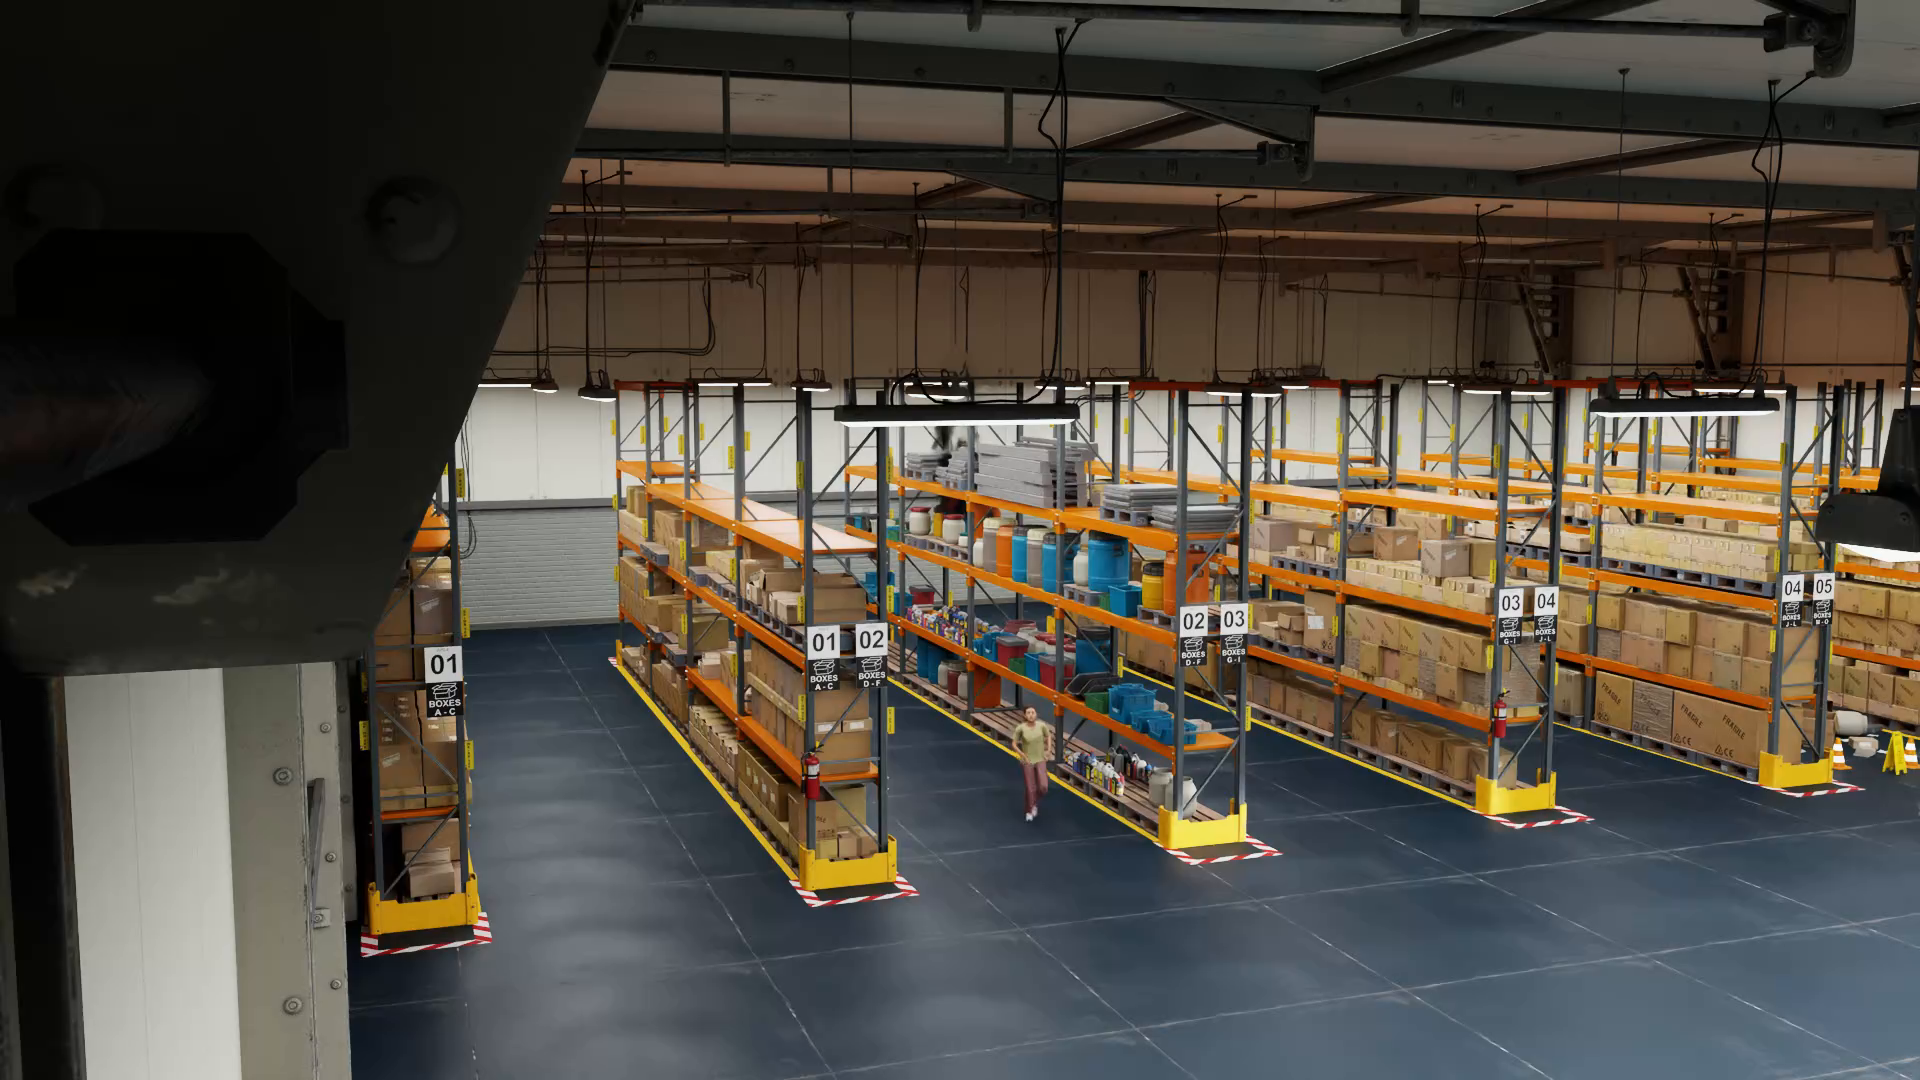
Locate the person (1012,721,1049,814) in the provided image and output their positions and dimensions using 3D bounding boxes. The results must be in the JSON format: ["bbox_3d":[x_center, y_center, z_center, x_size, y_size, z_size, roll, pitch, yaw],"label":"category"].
[{"bbox_3d":[1.002,3.183,23.028,0.545,1.329,0.532,-1,6,-10],"label":"person"}]
